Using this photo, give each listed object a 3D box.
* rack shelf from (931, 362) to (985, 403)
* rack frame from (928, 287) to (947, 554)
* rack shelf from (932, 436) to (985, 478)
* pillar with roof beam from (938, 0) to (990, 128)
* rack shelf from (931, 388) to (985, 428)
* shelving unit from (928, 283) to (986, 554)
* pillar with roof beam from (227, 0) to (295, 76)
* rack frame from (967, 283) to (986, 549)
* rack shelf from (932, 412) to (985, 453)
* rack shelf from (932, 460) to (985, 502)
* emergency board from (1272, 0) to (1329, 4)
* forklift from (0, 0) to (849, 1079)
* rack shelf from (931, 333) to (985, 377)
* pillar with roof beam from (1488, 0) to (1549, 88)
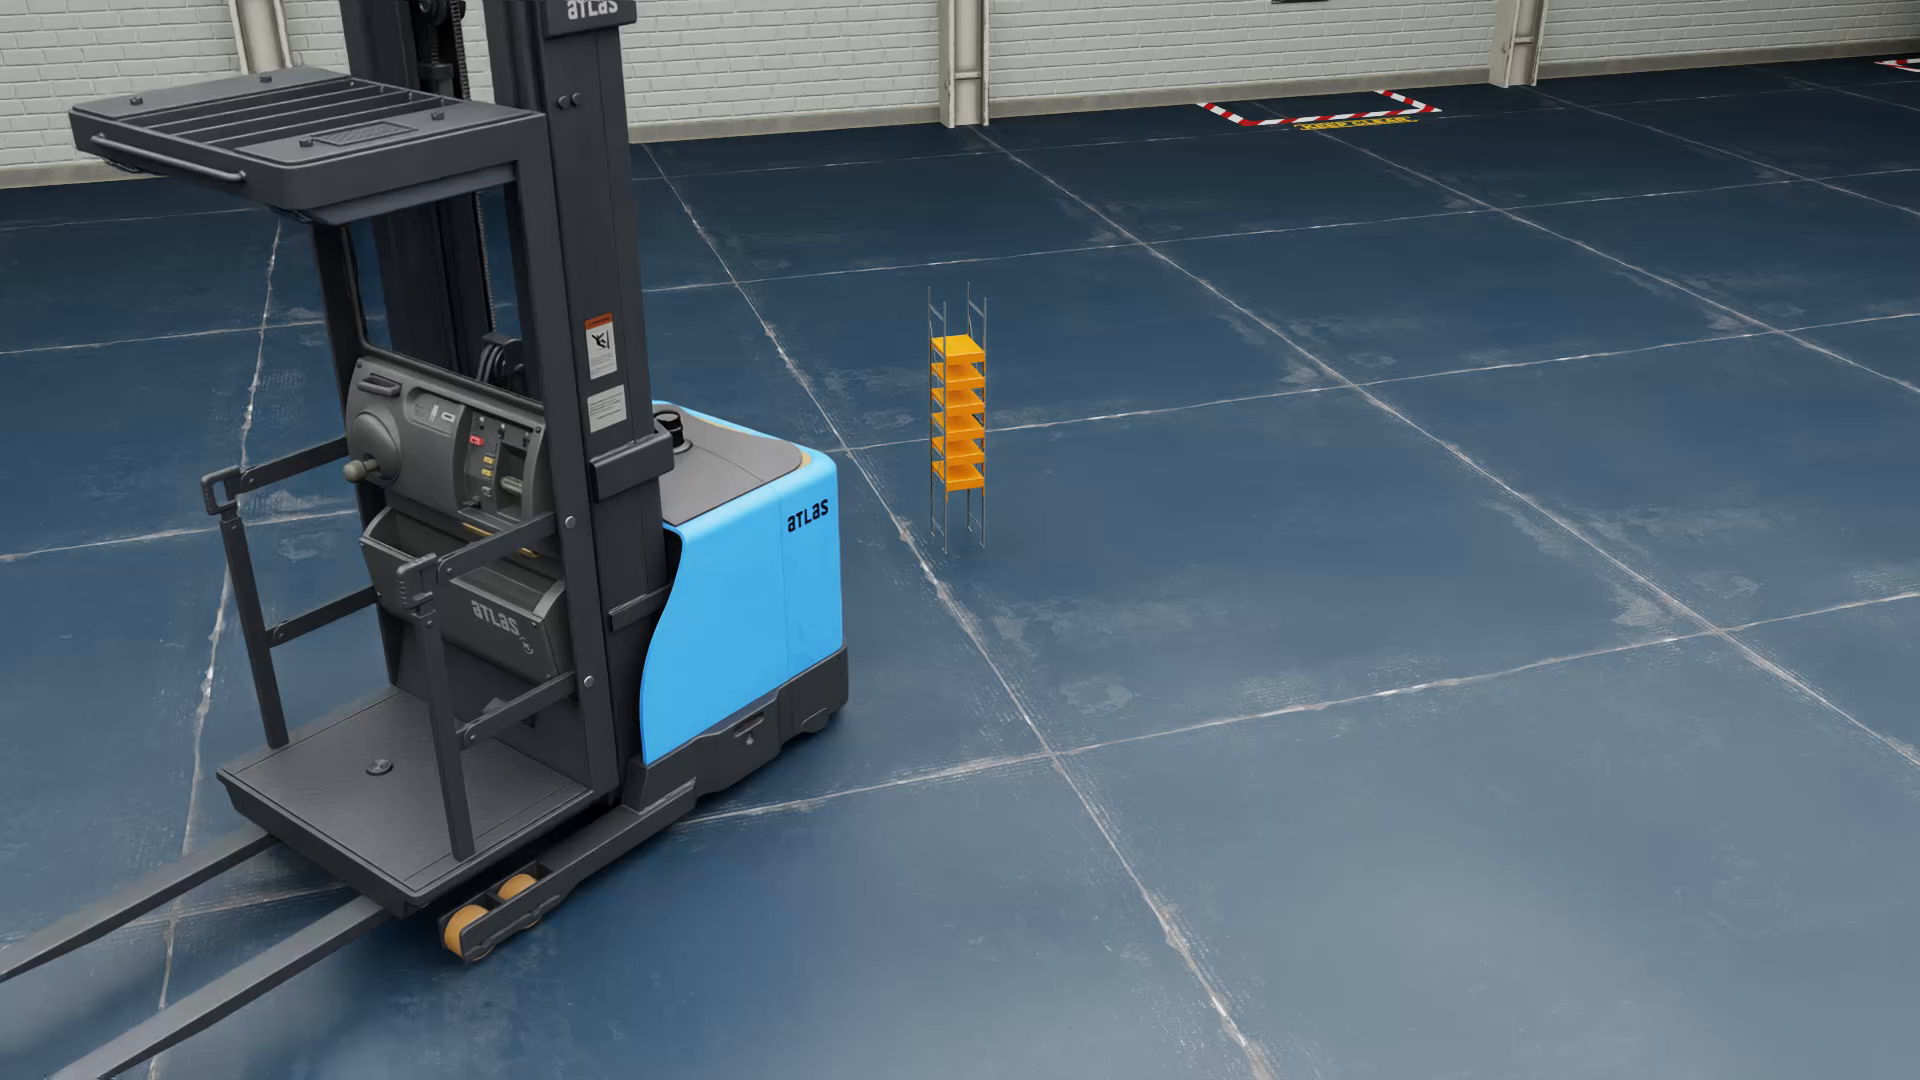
[{"bbox_3d":[-0.014,-0.711,7.392,0.180,0.103,0.258,-8,28,-16],"label":"rack shelf"},{"bbox_3d":[-0.101,-0.523,7.454,0.006,1.200,0.240,-8,28,-16],"label":"rack frame"},{"bbox_3d":[-0.014,-0.388,7.552,0.180,0.103,0.258,-8,28,-16],"label":"rack shelf"},{"bbox_3d":[1.371,-6.136,9.990,0.400,9.000,9.100,-8,28,-16],"label":"pillar with roof beam"},{"bbox_3d":[-0.014,-0.603,7.446,0.180,0.103,0.258,-8,28,-16],"label":"rack shelf"},{"bbox_3d":[-0.014,-0.535,7.479,0.189,1.200,0.258,-8,28,-16],"label":"shelving unit"},{"bbox_3d":[-4.334,-5.310,8.326,0.400,9.000,9.100,-8,28,-16],"label":"pillar with roof beam"},{"bbox_3d":[0.073,-0.548,7.505,0.006,1.200,0.240,-8,28,-16],"label":"rack frame"},{"bbox_3d":[-0.014,-0.496,7.499,0.180,0.103,0.258,-8,28,-16],"label":"rack shelf"},{"bbox_3d":[-0.014,-0.281,7.606,0.180,0.103,0.258,-8,28,-16],"label":"rack shelf"},{"bbox_3d":[3.367,-5.778,16.015,0.626,1.169,0.157,-8,28,-16],"label":"emergency board"},{"bbox_3d":[-1.725,-0.264,4.985,1.130,2.935,3.031,19,32,33],"label":"forklift"},{"bbox_3d":[-0.014,-0.818,7.339,0.180,0.103,0.258,-8,28,-16],"label":"rack shelf"},{"bbox_3d":[7.076,-6.962,11.654,0.400,9.000,9.100,-8,28,-16],"label":"pillar with roof beam"}]
